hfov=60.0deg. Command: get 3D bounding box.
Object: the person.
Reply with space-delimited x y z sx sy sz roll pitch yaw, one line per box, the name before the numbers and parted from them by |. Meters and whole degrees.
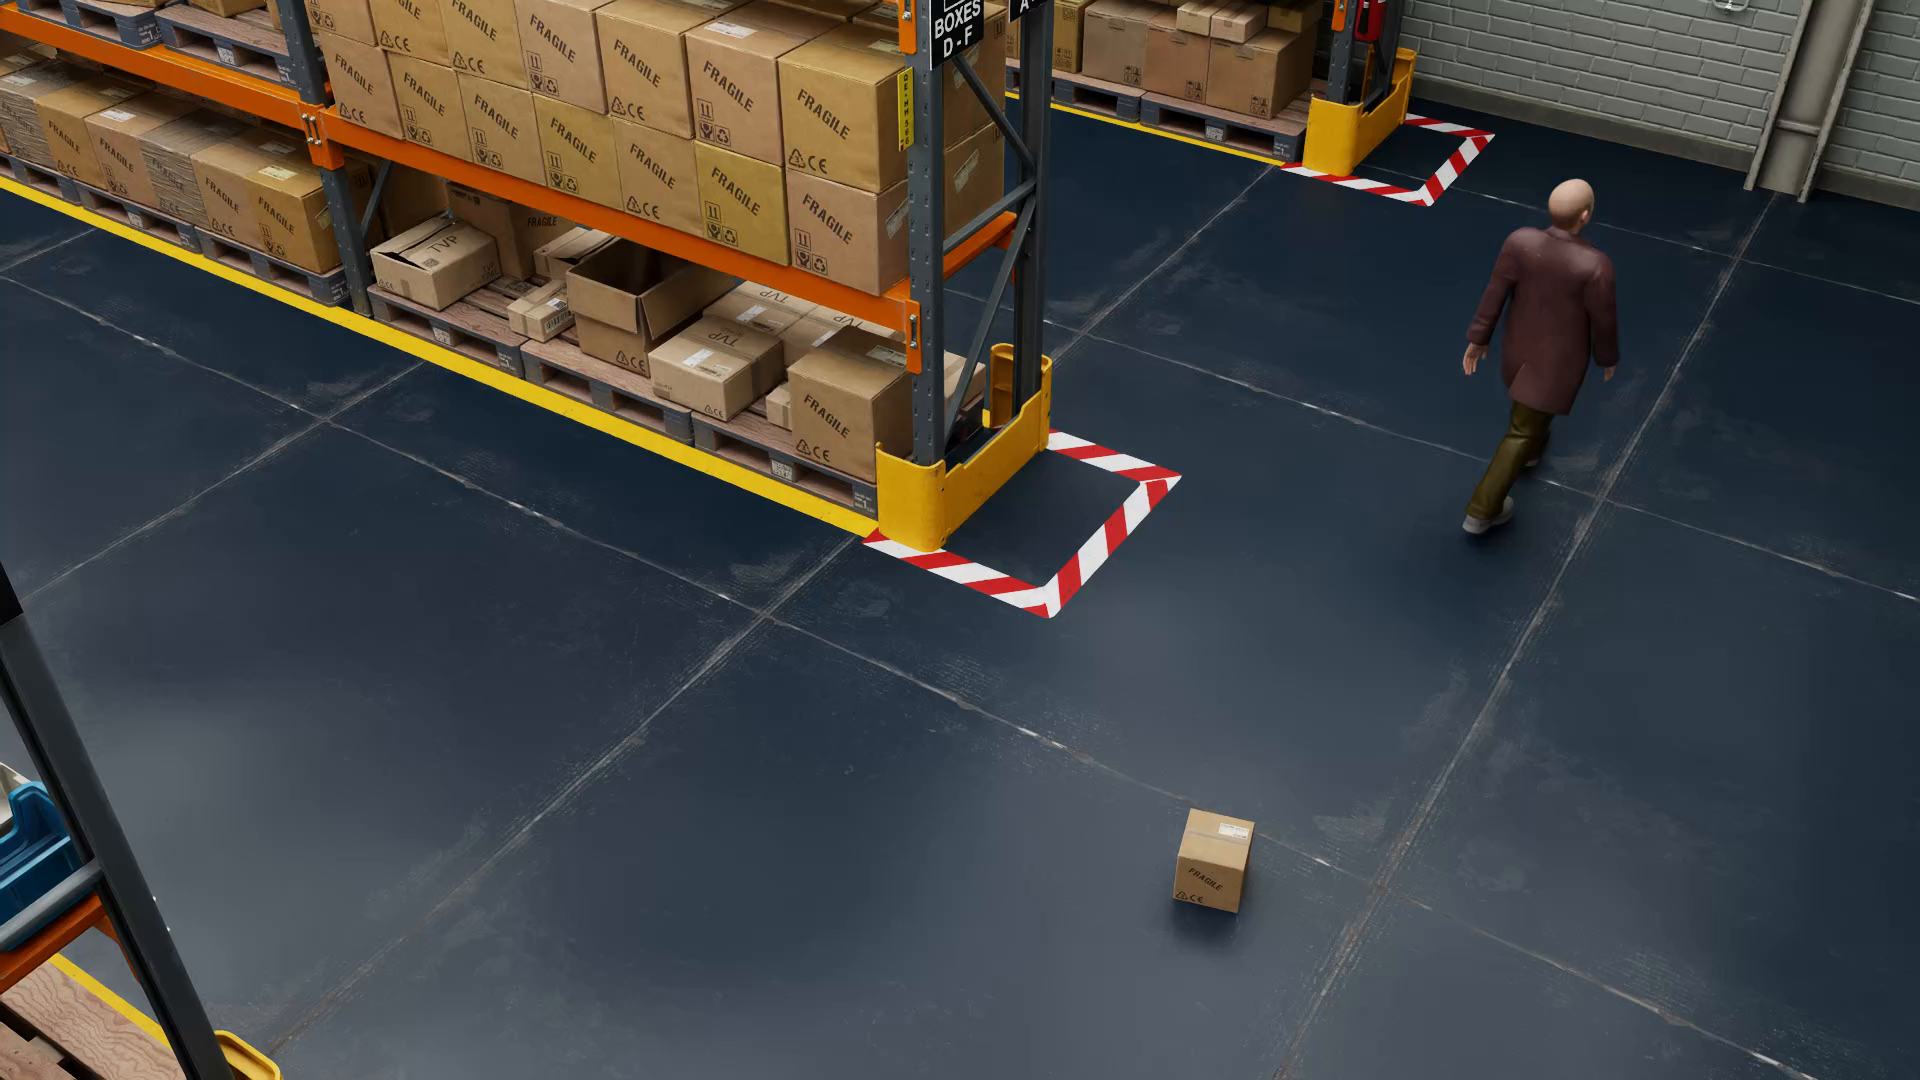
person | 2.808 -0.937 7.873 1.062 1.724 0.628 -27 46 -31
